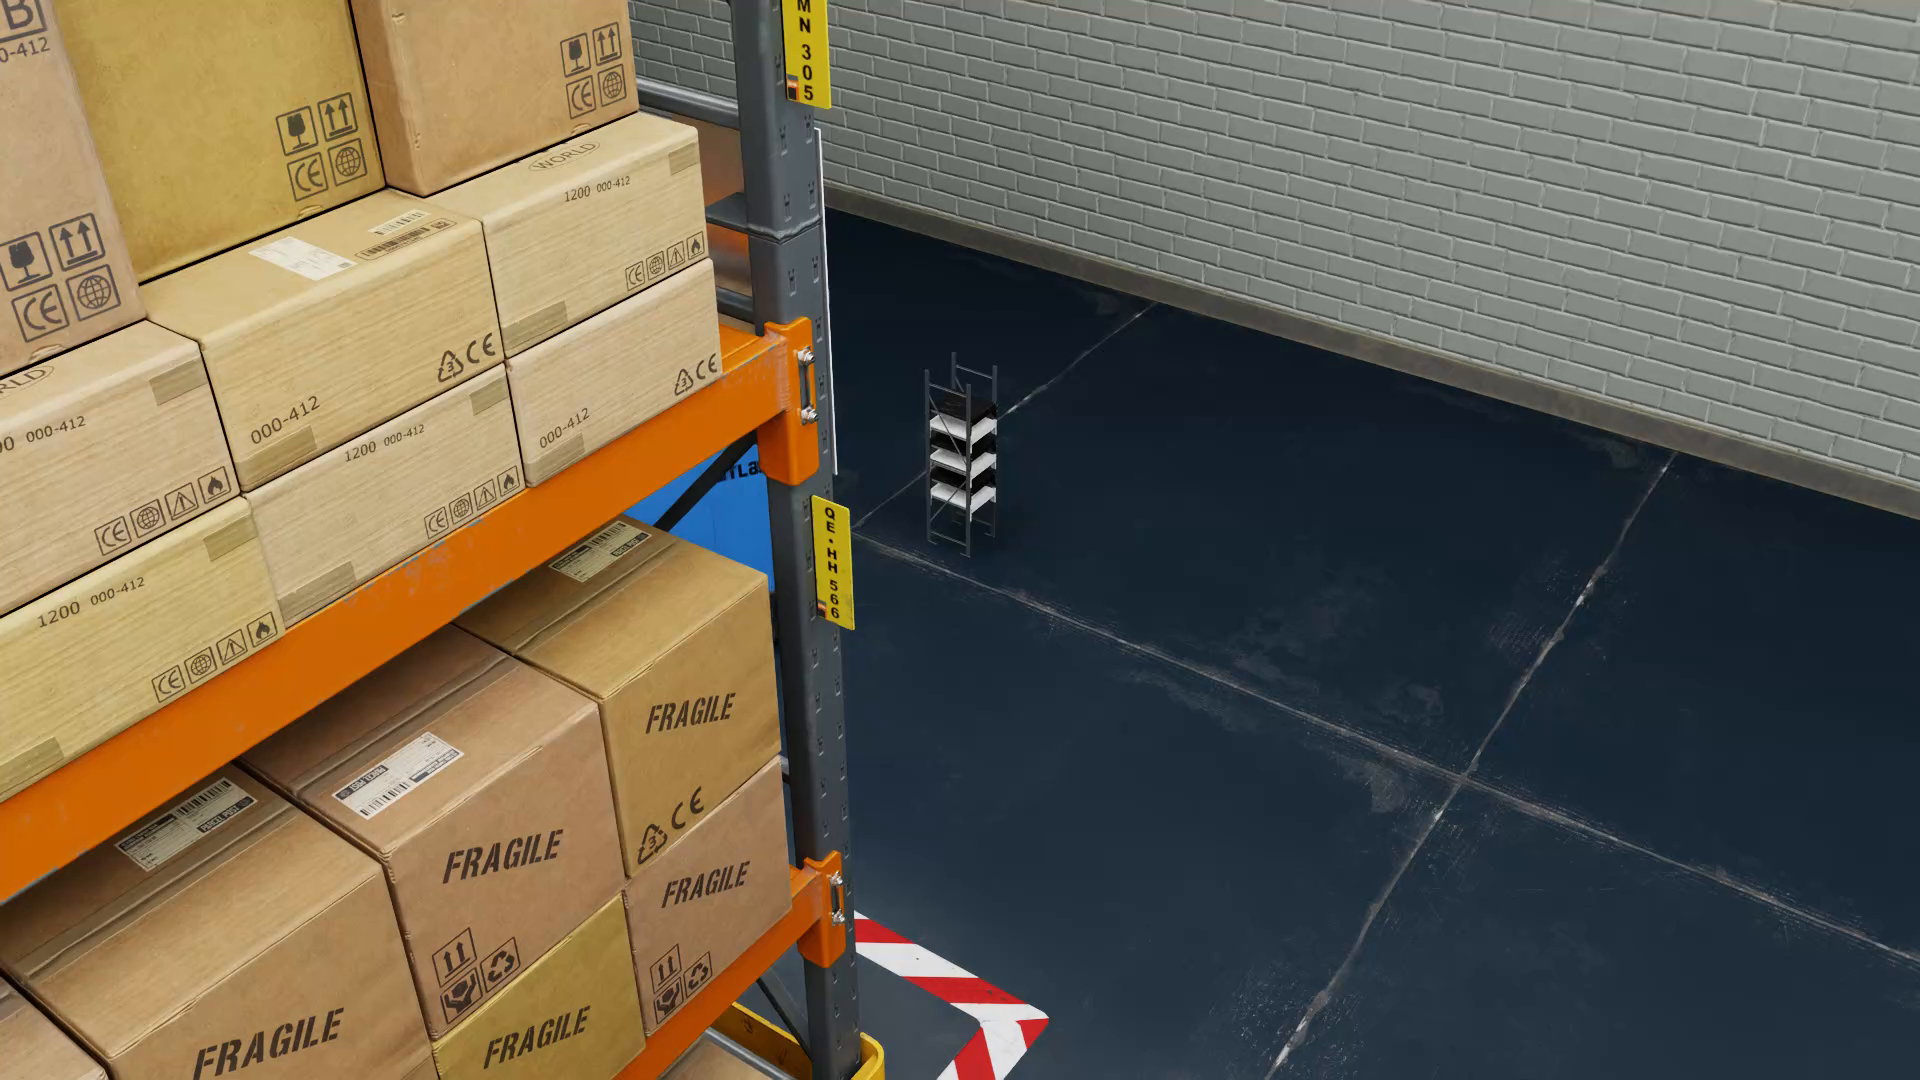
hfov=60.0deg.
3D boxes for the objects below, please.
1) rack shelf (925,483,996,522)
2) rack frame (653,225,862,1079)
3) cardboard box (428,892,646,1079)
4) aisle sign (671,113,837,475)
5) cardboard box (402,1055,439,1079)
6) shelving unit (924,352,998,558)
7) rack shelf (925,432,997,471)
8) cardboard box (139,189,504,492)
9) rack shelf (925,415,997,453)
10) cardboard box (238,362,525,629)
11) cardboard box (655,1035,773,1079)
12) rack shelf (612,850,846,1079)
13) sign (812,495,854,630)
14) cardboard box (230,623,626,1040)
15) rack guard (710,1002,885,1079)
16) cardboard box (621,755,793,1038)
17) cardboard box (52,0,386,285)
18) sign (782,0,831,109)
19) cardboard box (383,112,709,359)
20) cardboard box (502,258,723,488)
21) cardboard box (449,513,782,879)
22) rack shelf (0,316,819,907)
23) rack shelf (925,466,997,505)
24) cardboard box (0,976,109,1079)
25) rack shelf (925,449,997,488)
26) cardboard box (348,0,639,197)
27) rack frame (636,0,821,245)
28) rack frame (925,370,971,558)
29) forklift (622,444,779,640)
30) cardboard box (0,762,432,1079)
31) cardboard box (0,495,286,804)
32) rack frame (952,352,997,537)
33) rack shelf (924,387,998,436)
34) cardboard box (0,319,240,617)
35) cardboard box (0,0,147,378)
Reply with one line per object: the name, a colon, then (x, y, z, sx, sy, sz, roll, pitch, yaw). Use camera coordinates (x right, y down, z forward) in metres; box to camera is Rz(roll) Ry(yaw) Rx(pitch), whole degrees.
rack shelf: (0.005, -0.200, 7.623, 0.258, 0.077, 0.200, 21, 39, 28)
rack frame: (-0.725, 0.477, 4.367, 1.000, 3.000, 0.127, 21, 39, 28)
cardboard box: (-1.049, 0.969, 3.550, 0.500, 0.500, 0.500, 22, 40, 29)
aisle sign: (-0.434, -0.533, 3.540, 0.394, 0.787, 0.004, 21, 39, 28)
cardboard box: (-1.338, 1.197, 3.214, 0.500, 0.500, 0.500, 22, 40, 29)
shelving unit: (0.005, -0.376, 7.503, 0.258, 0.900, 0.210, 21, 39, 28)
rack shelf: (0.005, -0.423, 7.472, 0.258, 0.077, 0.200, 21, 39, 28)
cardboard box: (-1.093, -0.362, 2.618, 0.500, 0.250, 0.500, 21, 39, 28)
rack shelf: (0.005, -0.498, 7.421, 0.258, 0.077, 0.200, 21, 39, 28)
cardboard box: (-1.095, -0.156, 2.759, 0.500, 0.250, 0.500, 21, 39, 28)
cardboard box: (-0.832, 1.659, 4.457, 0.500, 0.500, 0.500, 21, 39, 28)
rack shelf: (-1.865, 1.696, 3.207, 1.077, 0.370, 4.000, 21, 39, 28)
sign: (-0.280, 0.053, 3.678, 0.100, 0.325, 0.005, 21, 39, 28)
cardboard box: (-1.040, 0.547, 3.281, 0.500, 0.500, 0.500, 22, 40, 29)
rack guard: (-0.768, 1.548, 5.015, 1.175, 0.500, 0.348, 21, 39, 28)
cardboard box: (-0.756, 0.729, 3.905, 0.500, 0.500, 0.500, 23, 40, 30)
cardboard box: (-1.359, -0.776, 2.561, 0.700, 0.500, 0.500, 21, 39, 28)
sign: (-0.280, -0.946, 3.002, 0.100, 0.325, 0.005, 21, 39, 28)
cardboard box: (-0.808, -0.592, 2.958, 0.500, 0.250, 0.500, 21, 39, 28)
cardboard box: (-0.801, -0.382, 3.094, 0.500, 0.250, 0.500, 21, 39, 28)
cardboard box: (-0.752, 0.314, 3.626, 0.500, 0.500, 0.500, 21, 39, 28)
rack shelf: (-1.865, 0.453, 2.367, 1.077, 0.370, 4.000, 21, 39, 28)
rack shelf: (0.005, -0.274, 7.573, 0.258, 0.077, 0.200, 21, 39, 28)
cardboard box: (-1.624, 1.024, 2.577, 0.500, 0.500, 0.500, 23, 40, 30)
rack shelf: (0.005, -0.349, 7.522, 0.258, 0.077, 0.200, 21, 39, 28)
cardboard box: (-1.004, -0.979, 2.861, 0.700, 0.500, 0.500, 21, 39, 28)
rack frame: (-0.725, -2.008, 2.686, 1.000, 3.000, 0.127, 21, 39, 28)
rack frame: (-0.053, -0.330, 7.434, 0.240, 0.900, 0.006, 21, 39, 28)
forklift: (-2.230, -0.709, 6.182, 3.031, 2.935, 1.130, -13, 36, -19)
cardboard box: (-1.332, 0.787, 2.926, 0.500, 0.500, 0.500, 22, 40, 29)
cardboard box: (-1.369, 0.078, 2.413, 0.500, 0.250, 0.500, 21, 39, 28)
rack frame: (0.063, -0.423, 7.573, 0.240, 0.900, 0.006, 21, 39, 28)
rack shelf: (0.005, -0.573, 7.371, 0.258, 0.077, 0.200, 21, 39, 28)
cardboard box: (-1.381, -0.133, 2.279, 0.500, 0.250, 0.500, 21, 39, 28)
cardboard box: (-1.556, -0.512, 2.170, 0.700, 0.500, 0.500, 21, 39, 28)
